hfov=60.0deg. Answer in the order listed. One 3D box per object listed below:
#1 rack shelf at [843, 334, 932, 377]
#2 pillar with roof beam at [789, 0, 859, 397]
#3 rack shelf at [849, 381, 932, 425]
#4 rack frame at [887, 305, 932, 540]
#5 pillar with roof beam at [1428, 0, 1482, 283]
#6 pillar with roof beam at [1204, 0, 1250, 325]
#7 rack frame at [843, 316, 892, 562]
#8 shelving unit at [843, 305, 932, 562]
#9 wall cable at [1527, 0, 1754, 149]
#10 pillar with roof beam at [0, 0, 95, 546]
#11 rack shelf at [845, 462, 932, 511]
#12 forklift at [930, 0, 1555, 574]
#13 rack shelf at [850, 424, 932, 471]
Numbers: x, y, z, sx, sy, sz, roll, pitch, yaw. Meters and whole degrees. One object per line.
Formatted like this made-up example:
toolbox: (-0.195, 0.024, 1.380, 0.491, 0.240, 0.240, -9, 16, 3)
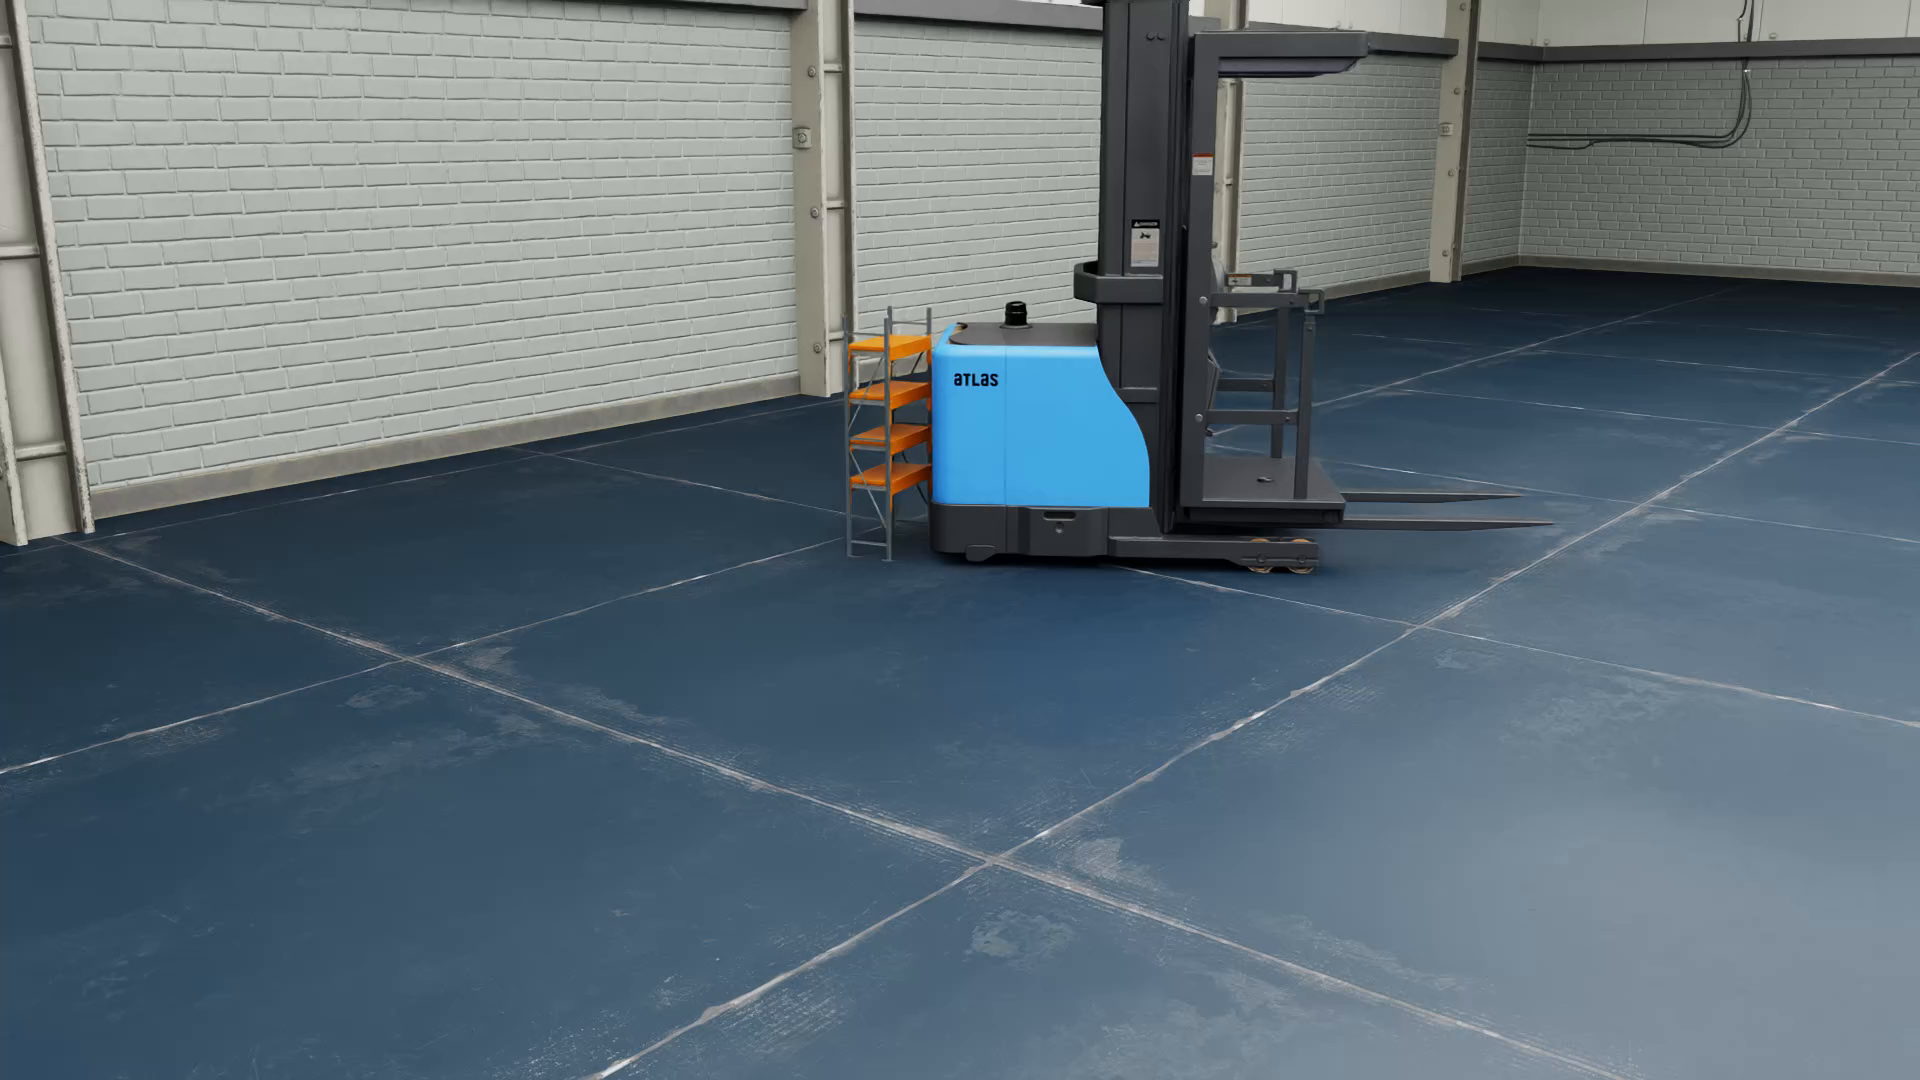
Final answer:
rack shelf: (-0.352, -0.920, 8.213, 0.258, 0.148, 0.480, 6, 15, 23)
pillar with roof beam: (2.303, -4.875, 9.535, 9.100, 9.000, 0.400, 11, 18, 38)
rack shelf: (-0.352, -0.691, 8.271, 0.258, 0.148, 0.480, 6, 15, 23)
rack frame: (-0.255, -0.595, 8.527, 0.240, 1.200, 0.015, 6, 15, 23)
pillar with roof beam: (9.845, -7.173, 18.581, 9.100, 9.000, 0.400, 11, 18, 38)
pillar with roof beam: (6.074, -6.024, 14.058, 9.100, 9.000, 0.400, 11, 18, 38)
rack frame: (-0.450, -0.485, 8.093, 0.240, 1.200, 0.015, 6, 15, 23)
shelving unit: (-0.352, -0.540, 8.310, 0.258, 1.200, 0.503, 6, 15, 23)
wall cable: (9.377, -6.694, 23.001, 3.097, 2.526, 0.112, 11, 18, 38)
pillar with roof beam: (-1.468, -3.726, 5.012, 9.100, 9.000, 0.400, 11, 18, 38)
rack shelf: (-0.352, -0.282, 8.375, 0.258, 0.148, 0.480, 6, 15, 23)
forklift: (1.393, -1.394, 8.157, 3.031, 2.935, 1.130, 1, 14, 4)
rack shelf: (-0.352, -0.474, 8.327, 0.258, 0.148, 0.480, 6, 15, 23)
